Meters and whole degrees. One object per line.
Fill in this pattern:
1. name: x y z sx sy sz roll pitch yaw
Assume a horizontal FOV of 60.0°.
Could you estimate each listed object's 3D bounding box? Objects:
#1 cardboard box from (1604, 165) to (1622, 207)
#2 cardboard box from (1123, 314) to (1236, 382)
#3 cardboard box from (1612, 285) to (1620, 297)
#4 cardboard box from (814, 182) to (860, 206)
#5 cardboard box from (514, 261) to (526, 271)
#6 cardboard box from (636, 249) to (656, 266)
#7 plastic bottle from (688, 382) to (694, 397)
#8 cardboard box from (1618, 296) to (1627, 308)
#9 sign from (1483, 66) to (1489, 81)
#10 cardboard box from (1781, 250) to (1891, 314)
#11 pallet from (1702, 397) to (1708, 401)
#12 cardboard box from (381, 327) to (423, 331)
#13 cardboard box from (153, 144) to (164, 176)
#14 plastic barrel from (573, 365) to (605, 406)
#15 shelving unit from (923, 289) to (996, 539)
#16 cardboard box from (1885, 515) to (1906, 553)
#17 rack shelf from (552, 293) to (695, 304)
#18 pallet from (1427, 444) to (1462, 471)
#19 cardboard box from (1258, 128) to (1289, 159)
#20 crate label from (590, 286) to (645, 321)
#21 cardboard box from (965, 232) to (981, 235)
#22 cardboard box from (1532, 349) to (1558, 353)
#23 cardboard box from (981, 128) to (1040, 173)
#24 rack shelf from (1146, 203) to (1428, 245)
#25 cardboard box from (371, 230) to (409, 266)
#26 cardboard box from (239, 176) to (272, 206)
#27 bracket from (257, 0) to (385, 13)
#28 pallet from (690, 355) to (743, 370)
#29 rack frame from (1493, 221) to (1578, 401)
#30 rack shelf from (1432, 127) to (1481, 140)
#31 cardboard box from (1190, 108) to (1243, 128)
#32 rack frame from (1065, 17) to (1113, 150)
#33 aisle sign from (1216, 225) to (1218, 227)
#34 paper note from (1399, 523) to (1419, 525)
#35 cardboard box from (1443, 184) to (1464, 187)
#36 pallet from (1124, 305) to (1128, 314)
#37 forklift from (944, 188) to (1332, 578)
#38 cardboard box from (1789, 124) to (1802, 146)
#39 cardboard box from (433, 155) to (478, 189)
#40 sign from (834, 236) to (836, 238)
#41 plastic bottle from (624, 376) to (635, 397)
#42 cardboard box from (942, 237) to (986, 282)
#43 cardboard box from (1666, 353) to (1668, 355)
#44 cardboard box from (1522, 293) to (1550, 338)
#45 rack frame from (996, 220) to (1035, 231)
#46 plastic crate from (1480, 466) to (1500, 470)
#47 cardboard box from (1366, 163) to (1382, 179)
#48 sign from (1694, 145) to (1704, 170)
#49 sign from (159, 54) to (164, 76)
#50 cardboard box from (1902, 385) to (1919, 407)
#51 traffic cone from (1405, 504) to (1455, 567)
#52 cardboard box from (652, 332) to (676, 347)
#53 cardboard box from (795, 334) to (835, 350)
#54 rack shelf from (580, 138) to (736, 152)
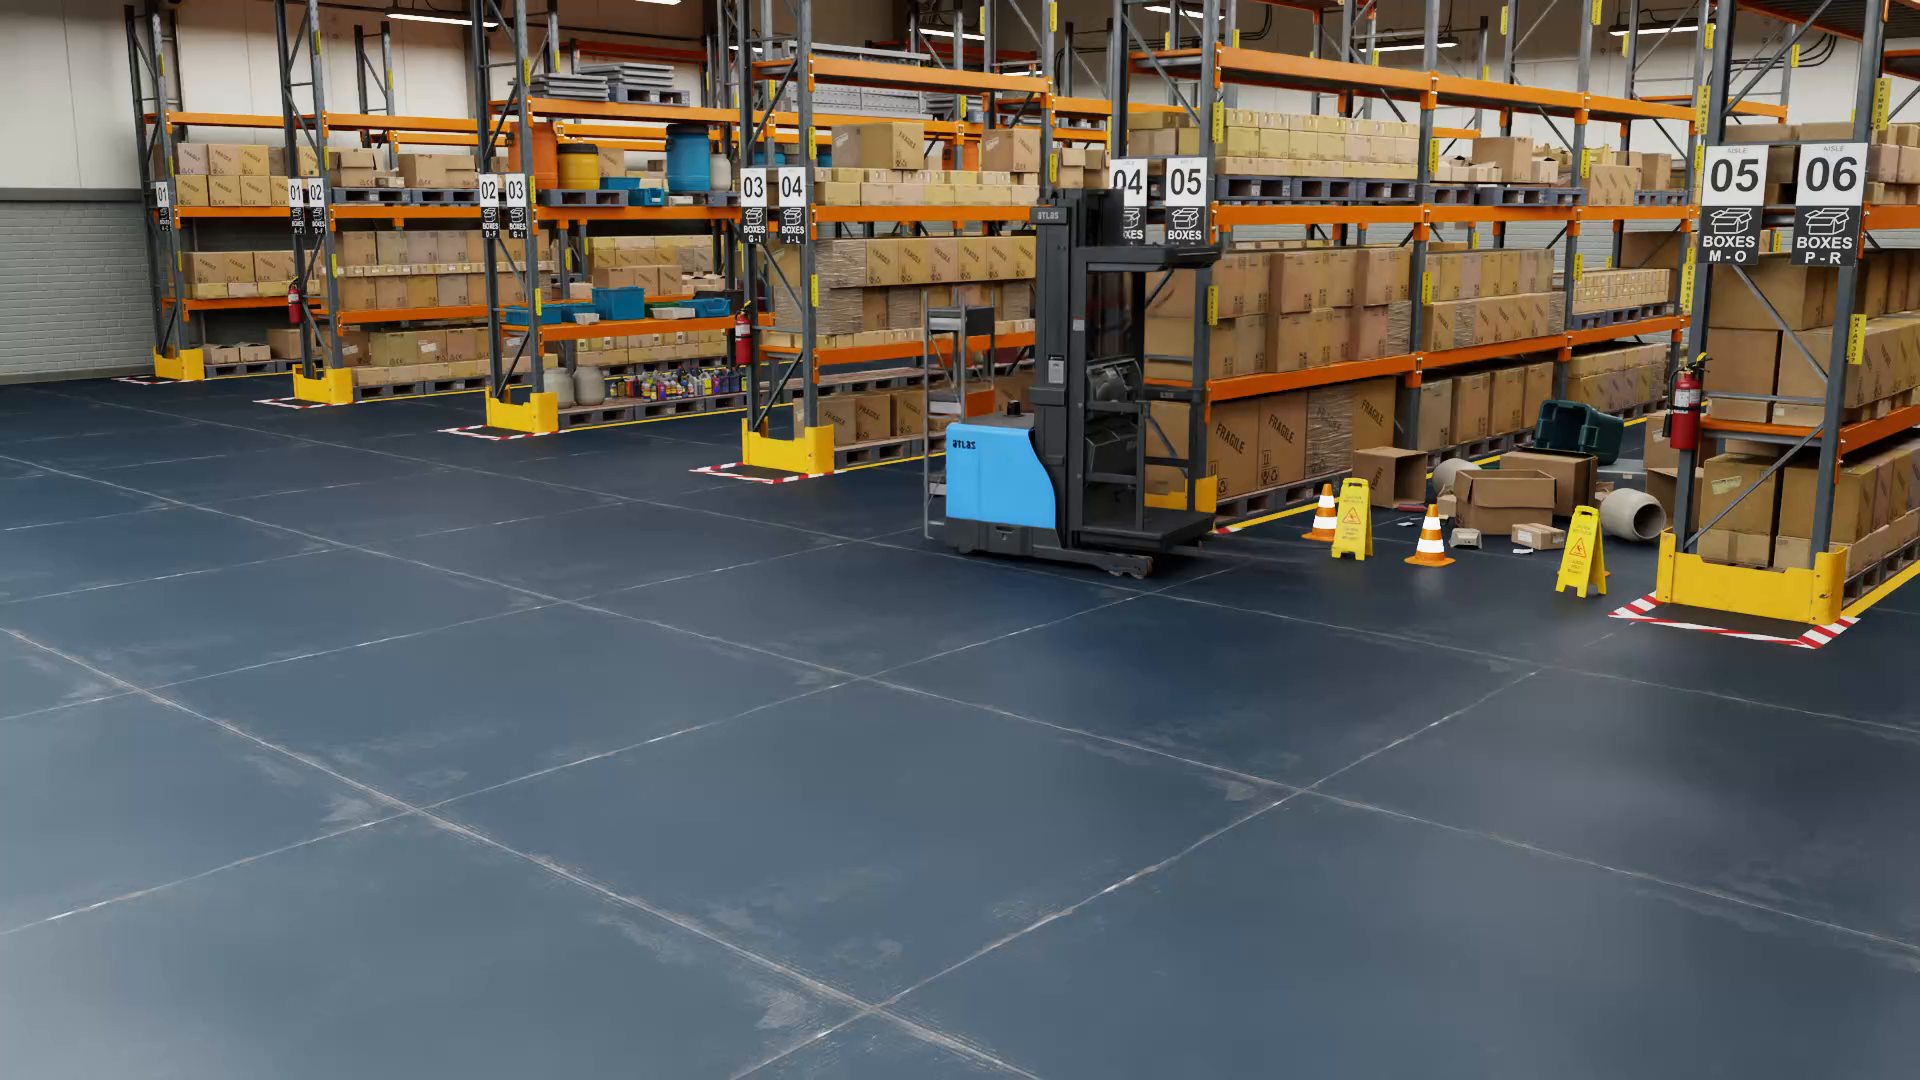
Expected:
1. cardboard box: 7.910 -4.420 20.768 0.500 0.500 0.500 10 15 40
2. cardboard box: 1.939 -1.733 14.845 0.875 0.550 0.550 10 15 40
3. cardboard box: 8.328 -3.239 21.580 0.380 0.149 0.250 10 15 40
4. cardboard box: -1.419 -3.690 17.751 0.500 0.250 0.500 10 15 42
5. cardboard box: -7.084 -4.349 26.417 0.380 0.149 0.250 9 15 39
6. cardboard box: -6.619 -5.745 34.250 0.500 0.500 0.500 10 15 40
7. plastic bottle: -3.727 -2.075 22.964 0.097 0.201 0.097 0 11 0
8. cardboard box: 8.502 -3.132 21.801 0.380 0.149 0.250 9 14 39
9. sign: 9.029 -7.975 28.580 0.100 0.325 0.005 10 15 40
10. cardboard box: 6.995 -2.068 13.339 0.700 0.500 0.500 9 15 39
11. pallet: 10.871 -2.281 25.090 1.003 0.211 1.213 10 15 40
12. cardboard box: -8.591 -3.028 25.746 0.500 0.500 0.500 10 15 40
13. cardboard box: -13.005 -6.293 27.545 0.500 0.500 0.500 11 15 43
14. plastic barrel: -4.944 -2.062 22.155 0.421 0.512 0.421 0 11 0
15. shelving unit: -0.003 -1.066 14.187 0.431 2.100 0.503 7 13 30
16. cardboard box: 6.946 -0.070 12.852 0.500 0.250 0.500 -11 16 -44
17. rack shelf: -5.409 -4.066 28.748 1.077 0.370 4.000 10 15 40
18. pallet: 4.821 -0.943 18.394 1.003 0.211 1.213 10 15 40
19. cardboard box: 2.573 -3.510 14.762 0.500 0.250 0.500 10 15 40
20. crate label: -4.640 -3.218 22.576 0.502 0.435 0.616 10 15 40
21. cardboard box: 0.094 -6.102 34.294 0.500 0.500 0.500 10 15 42
22. cardboard box: 7.588 -2.334 21.633 0.500 0.250 0.500 10 15 41
23. cardboard box: 0.604 -4.655 19.911 0.500 0.500 0.500 9 15 39
24. rack shelf: 3.048 -3.011 15.807 1.077 0.370 4.000 10 15 40
25. cardboard box: -8.674 -4.374 24.886 0.700 0.500 0.500 9 15 39
26. cardboard box: -11.964 -5.874 27.998 0.500 0.500 0.500 11 16 43
27. bracket: -11.040 -9.492 29.571 0.076 0.066 4.783 10 15 40
28. pallet: -4.662 -3.230 29.843 1.003 0.211 1.213 10 15 40
29. rack frame: 7.009 -2.776 20.450 1.000 3.000 0.127 10 15 40
30. rack shelf: 7.310 -6.708 27.677 1.077 0.370 4.000 10 15 40
31. cardboard box: 2.187 -3.600 14.199 0.380 0.149 0.250 10 15 41
32. rack frame: 2.270 -7.603 29.300 1.000 3.000 0.127 10 15 40
33. aisle sign: 5.178 -6.497 32.443 0.394 0.787 0.004 10 15 40
34. paper note: 4.011 -0.147 14.874 0.142 0.017 0.144 -6 13 -28
35. cardboard box: 8.327 -6.300 28.856 0.700 0.500 0.500 9 14 37
36. pallet: 2.074 -3.041 22.269 1.003 0.211 1.213 10 15 40
37. forklift: 1.399 -1.261 13.041 3.031 2.935 1.130 7 13 30
38. cardboard box: 5.713 -2.833 11.685 0.380 0.149 0.250 10 15 41
39. cardboard box: -7.912 -5.695 25.714 0.637 0.503 0.797 -10 15 -41
40. sign: -2.945 -7.066 39.519 0.100 0.325 0.005 10 15 40
41. plastic bottle: -4.582 -2.136 23.077 0.152 0.276 0.135 10 15 41
42. cardboard box: -0.041 -3.280 19.406 0.500 0.500 0.500 10 15 40
43. cardboard box: 10.326 -2.710 24.809 0.380 0.149 0.250 9 14 38
44. cardboard box: 6.583 -2.651 19.568 0.500 0.500 0.500 10 15 40
45. rack frame: 1.192 -5.890 36.044 1.000 3.000 0.127 10 15 40
46. plastic crate: 5.238 -0.642 16.797 0.662 0.188 0.450 -4 2 -18
47. cardboard box: 3.863 -3.582 16.143 0.380 0.149 0.250 10 15 41
48. sign: 10.068 -5.211 22.657 0.100 0.325 0.005 10 15 40
49. sign: -12.686 -7.545 26.424 0.100 0.325 0.005 10 15 40
50. cardboard box: 7.168 -1.126 12.832 0.380 0.149 0.250 10 15 41
51. traffic cone: 3.769 -0.053 13.296 0.336 0.463 0.334 10 15 40
52. cardboard box: -5.256 -3.512 28.654 0.500 0.311 0.500 10 15 42
53. cardboard box: -1.564 -2.143 17.923 0.380 0.149 0.250 10 15 40
54. rack shelf: -6.493 -8.040 34.350 1.077 0.370 4.000 10 15 40
